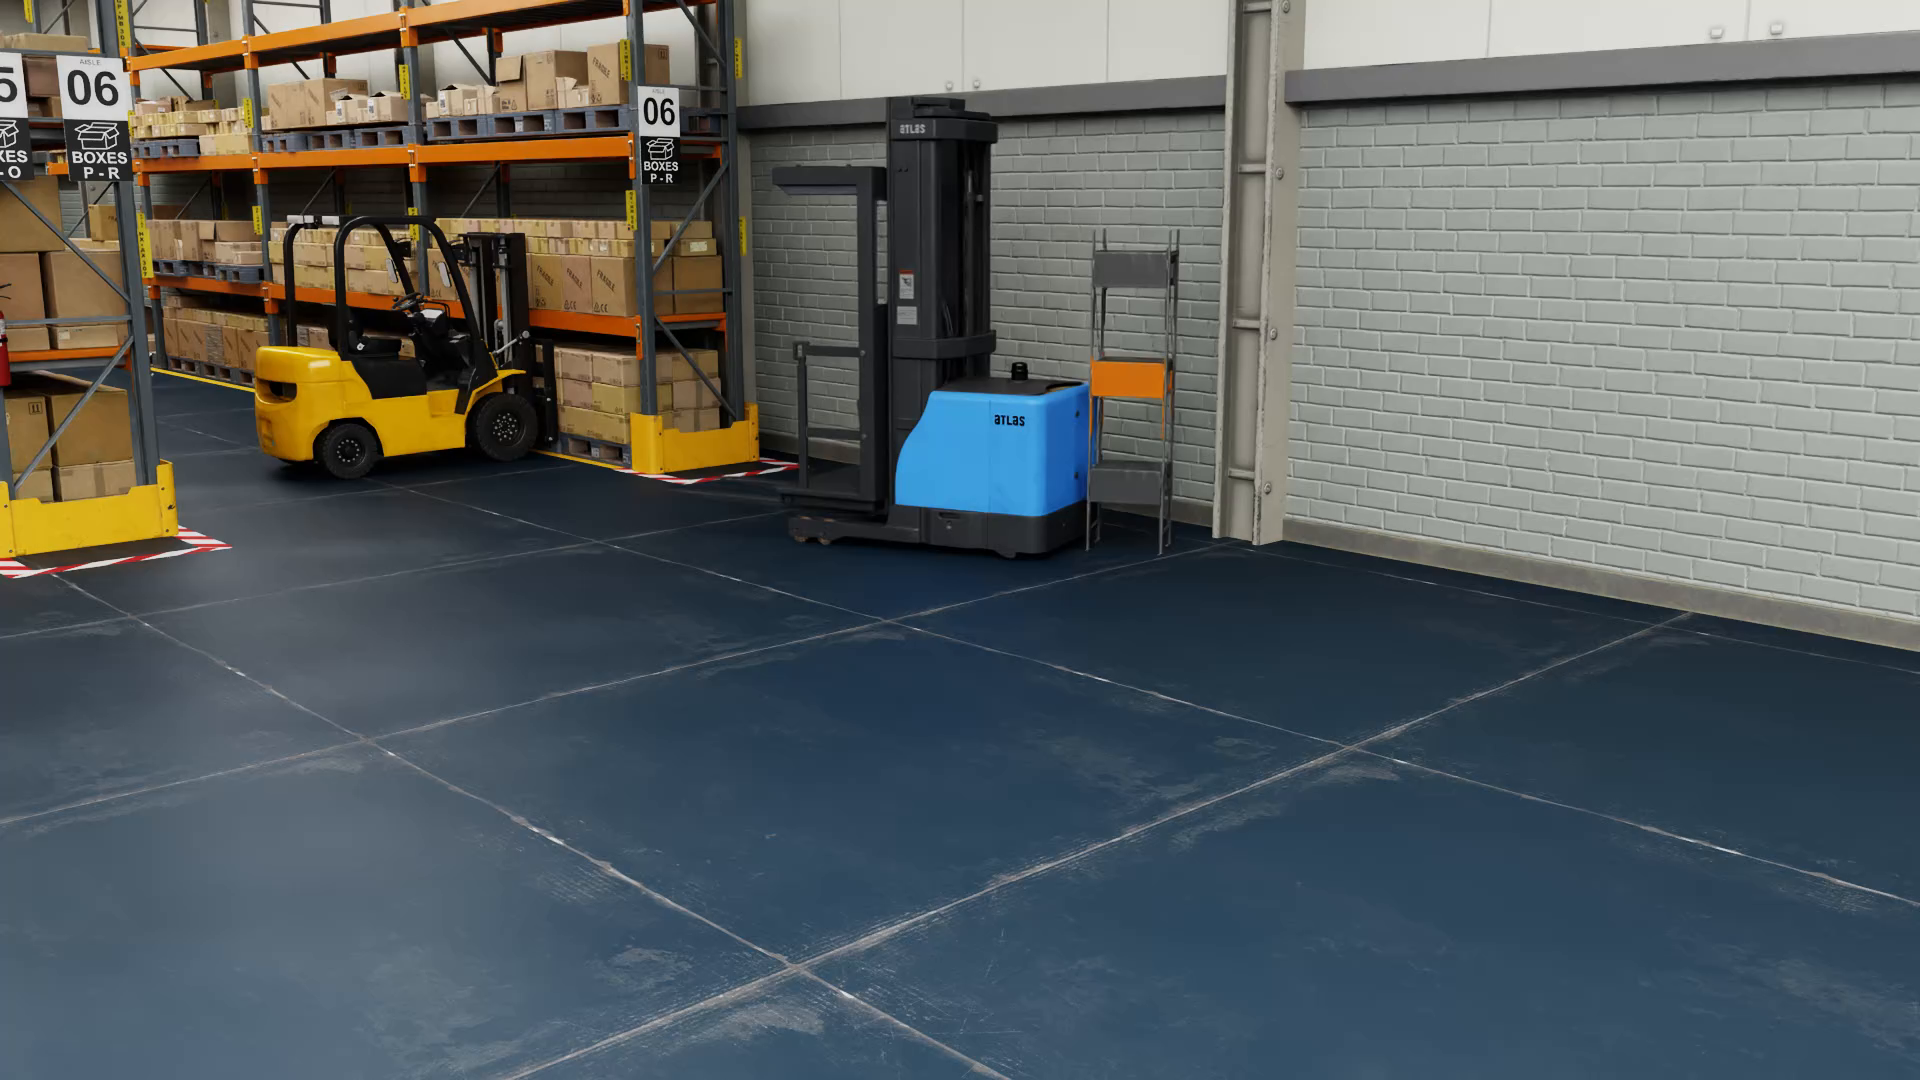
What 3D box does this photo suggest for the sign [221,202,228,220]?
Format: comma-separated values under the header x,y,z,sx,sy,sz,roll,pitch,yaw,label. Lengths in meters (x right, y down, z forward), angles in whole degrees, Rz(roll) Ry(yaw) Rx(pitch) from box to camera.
x,y,z,sx,sy,sz,roll,pitch,yaw,label
-10.213,-4.527,23.082,0.100,0.325,0.005,-11,16,-43,sign

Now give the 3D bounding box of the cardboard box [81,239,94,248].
x,y,z,sx,sy,sz,roll,pitch,yaw,label
-12.555,-4.287,24.422,0.500,0.250,0.500,-11,16,-44,cardboard box

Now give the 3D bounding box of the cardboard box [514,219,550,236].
x,y,z,sx,sy,sz,roll,pitch,yaw,label
-3.950,-2.928,15.599,0.380,0.149,0.250,-11,16,-42,cardboard box

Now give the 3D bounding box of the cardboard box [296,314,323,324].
x,y,z,sx,sy,sz,roll,pitch,yaw,label
-8.149,-2.760,20.919,0.380,0.149,0.250,-10,15,-41,cardboard box

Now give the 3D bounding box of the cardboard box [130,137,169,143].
x,y,z,sx,sy,sz,roll,pitch,yaw,label
-11.127,-5.459,22.676,0.500,0.250,0.500,-11,16,-42,cardboard box

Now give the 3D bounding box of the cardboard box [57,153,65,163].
x,y,z,sx,sy,sz,roll,pitch,yaw,label
-13.323,-5.733,24.994,0.380,0.149,0.250,-10,16,-41,cardboard box

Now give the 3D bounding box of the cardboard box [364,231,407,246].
x,y,z,sx,sy,sz,roll,pitch,yaw,label
-6.084,-3.198,17.647,0.250,0.149,0.380,11,16,43,cardboard box

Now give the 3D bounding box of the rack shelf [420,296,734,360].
x,y,z,sx,sy,sz,roll,pitch,yaw,label
-3.707,-2.070,15.810,1.077,0.370,4.000,-11,16,-43,rack shelf

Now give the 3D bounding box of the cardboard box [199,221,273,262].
x,y,z,sx,sy,sz,roll,pitch,yaw,label
-9.111,-3.767,20.966,0.637,0.503,0.797,11,16,44,cardboard box

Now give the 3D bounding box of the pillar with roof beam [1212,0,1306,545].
x,y,z,sx,sy,sz,roll,pitch,yaw,label
-1.124,-3.821,7.656,9.100,9.000,0.400,-11,16,-43,pillar with roof beam

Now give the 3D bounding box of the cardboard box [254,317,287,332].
x,y,z,sx,sy,sz,roll,pitch,yaw,label
-8.374,-2.634,20.311,0.250,0.149,0.380,11,16,42,cardboard box

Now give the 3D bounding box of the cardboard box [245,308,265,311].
x,y,z,sx,sy,sz,roll,pitch,yaw,label
-9.225,-2.985,22.012,0.380,0.149,0.250,-11,16,-42,cardboard box

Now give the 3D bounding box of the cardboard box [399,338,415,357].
x,y,z,sx,sy,sz,roll,pitch,yaw,label
-5.456,-1.832,17.714,0.875,0.625,0.625,-10,15,-40,cardboard box

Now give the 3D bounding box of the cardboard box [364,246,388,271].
x,y,z,sx,sy,sz,roll,pitch,yaw,label
-5.972,-2.996,17.653,0.500,0.250,0.500,11,16,44,cardboard box

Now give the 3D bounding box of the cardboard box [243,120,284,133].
x,y,z,sx,sy,sz,roll,pitch,yaw,label
-8.269,-4.908,19.748,0.380,0.149,0.250,-10,16,-41,cardboard box

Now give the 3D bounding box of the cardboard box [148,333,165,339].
x,y,z,sx,sy,sz,roll,pitch,yaw,label
-11.456,-2.841,23.504,0.396,0.266,0.258,-10,15,-41,cardboard box

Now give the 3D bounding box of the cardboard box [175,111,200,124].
x,y,z,sx,sy,sz,roll,pitch,yaw,label
-9.617,-5.307,20.902,0.380,0.149,0.250,-11,16,-42,cardboard box

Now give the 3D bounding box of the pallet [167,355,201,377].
x,y,z,sx,sy,sz,roll,pitch,yaw,label
-10.023,-2.403,22.552,1.003,0.211,1.213,-11,16,-43,pallet

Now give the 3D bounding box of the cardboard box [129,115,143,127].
x,y,z,sx,sy,sz,roll,pitch,yaw,label
-10.723,-5.524,21.953,0.380,0.149,0.250,-10,15,-41,cardboard box

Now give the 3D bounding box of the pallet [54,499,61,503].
x,y,z,sx,sy,sz,roll,pitch,yaw,label
-6.501,-0.207,11.895,1.003,0.211,1.213,-11,16,-43,pallet

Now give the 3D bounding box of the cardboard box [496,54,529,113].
x,y,z,sx,sy,sz,roll,pitch,yaw,label
-3.819,-4.190,15.337,0.797,0.503,0.637,-10,15,-41,cardboard box

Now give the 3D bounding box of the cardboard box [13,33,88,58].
x,y,z,sx,sy,sz,roll,pitch,yaw,label
-6.011,-3.256,10.993,0.380,0.149,0.250,-11,16,-43,cardboard box

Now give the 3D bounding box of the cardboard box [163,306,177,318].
x,y,z,sx,sy,sz,roll,pitch,yaw,label
-10.557,-3.092,22.532,0.380,0.149,0.250,-10,15,-40,cardboard box

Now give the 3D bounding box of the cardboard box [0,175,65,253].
x,y,z,sx,sy,sz,roll,pitch,yaw,label
-6.423,-2.167,11.034,0.500,0.500,0.700,11,16,44,cardboard box

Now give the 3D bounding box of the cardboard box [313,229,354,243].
x,y,z,sx,sy,sz,roll,pitch,yaw,label
-7.077,-3.436,18.800,0.380,0.149,0.250,-11,16,-42,cardboard box

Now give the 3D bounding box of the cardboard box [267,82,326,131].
x,y,z,sx,sy,sz,roll,pitch,yaw,label
-7.526,-4.932,18.945,0.500,0.500,0.500,-11,16,-42,cardboard box

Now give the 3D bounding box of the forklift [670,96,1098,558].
x,y,z,sx,sy,sz,roll,pitch,yaw,label
-0.604,-1.501,11.433,3.031,2.935,1.130,6,13,26,forklift

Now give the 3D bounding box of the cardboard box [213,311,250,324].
x,y,z,sx,sy,sz,roll,pitch,yaw,label
-9.403,-2.875,21.478,0.380,0.149,0.250,-11,16,-42,cardboard box

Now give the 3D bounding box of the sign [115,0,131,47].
x,y,z,sx,sy,sz,roll,pitch,yaw,label
-5.520,-3.412,10.937,0.100,0.325,0.005,-11,16,-43,sign

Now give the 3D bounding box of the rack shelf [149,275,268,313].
x,y,z,sx,sy,sz,roll,pitch,yaw,label
-9.231,-3.238,21.477,1.077,0.370,4.000,-11,16,-43,rack shelf

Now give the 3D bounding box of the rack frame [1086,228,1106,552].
x,y,z,sx,sy,sz,roll,pitch,yaw,label
0.900,-0.989,10.998,0.015,2.100,0.400,3,12,15,rack frame

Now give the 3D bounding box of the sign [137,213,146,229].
x,y,z,sx,sy,sz,roll,pitch,yaw,label
-11.000,-4.229,22.361,0.100,0.325,0.005,-11,16,-43,sign

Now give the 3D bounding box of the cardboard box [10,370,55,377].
x,y,z,sx,sy,sz,roll,pitch,yaw,label
-7.367,-1.051,12.996,0.500,0.500,0.500,-10,15,-40,cardboard box

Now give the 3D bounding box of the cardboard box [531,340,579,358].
x,y,z,sx,sy,sz,roll,pitch,yaw,label
-3.926,-1.724,15.643,0.500,0.250,0.500,-11,16,-44,cardboard box

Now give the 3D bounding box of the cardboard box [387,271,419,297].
x,y,z,sx,sy,sz,roll,pitch,yaw,label
-5.625,-2.678,17.349,0.500,0.250,0.500,-10,16,-41,cardboard box

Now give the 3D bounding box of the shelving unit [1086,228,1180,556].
x,y,z,sx,sy,sz,roll,pitch,yaw,label
1.135,-0.975,10.933,0.503,2.100,0.431,3,12,15,shelving unit

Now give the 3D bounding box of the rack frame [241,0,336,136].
x,y,z,sx,sy,sz,roll,pitch,yaw,label
-7.850,-6.237,19.382,1.000,3.000,0.127,-11,16,-43,rack frame

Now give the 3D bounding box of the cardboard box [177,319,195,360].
x,y,z,sx,sy,sz,roll,pitch,yaw,label
-10.066,-2.685,22.166,0.500,0.500,0.500,-11,16,-43,cardboard box

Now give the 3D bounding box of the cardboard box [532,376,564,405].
x,y,z,sx,sy,sz,roll,pitch,yaw,label
-3.598,-1.409,15.353,0.500,0.250,0.500,-11,16,-44,cardboard box

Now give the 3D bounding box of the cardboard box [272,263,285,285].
x,y,z,sx,sy,sz,roll,pitch,yaw,label
-7.720,-3.126,19.523,0.500,0.250,0.500,-11,16,-42,cardboard box

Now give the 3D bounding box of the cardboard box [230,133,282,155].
x,y,z,sx,sy,sz,roll,pitch,yaw,label
-8.380,-4.735,19.900,0.500,0.250,0.500,11,16,43,cardboard box

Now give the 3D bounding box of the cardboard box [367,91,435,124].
x,y,z,sx,sy,sz,roll,pitch,yaw,label
-5.764,-4.466,17.156,0.500,0.311,0.500,11,16,43,cardboard box

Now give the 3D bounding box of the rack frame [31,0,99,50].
x,y,z,sx,sy,sz,roll,pitch,yaw,label
-13.375,-7.404,25.049,1.000,3.000,0.127,-11,16,-43,rack frame

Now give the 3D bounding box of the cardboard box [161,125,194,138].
x,y,z,sx,sy,sz,roll,pitch,yaw,label
-9.987,-5.235,21.289,0.380,0.149,0.250,-11,16,-43,cardboard box

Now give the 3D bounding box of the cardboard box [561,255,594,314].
x,y,z,sx,sy,sz,roll,pitch,yaw,label
-3.207,-2.292,14.856,0.500,0.500,0.500,-10,15,-41,cardboard box

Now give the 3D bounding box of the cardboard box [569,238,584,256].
x,y,z,sx,sy,sz,roll,pitch,yaw,label
-3.263,-2.626,14.871,0.380,0.149,0.250,-11,16,-43,cardboard box

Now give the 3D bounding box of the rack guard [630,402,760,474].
x,y,z,sx,sy,sz,roll,pitch,yaw,label
-2.309,-0.903,14.556,1.175,0.500,0.348,-11,16,-43,rack guard

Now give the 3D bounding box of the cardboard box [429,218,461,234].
x,y,z,sx,sy,sz,roll,pitch,yaw,label
-5.082,-3.139,16.622,0.380,0.149,0.250,-10,16,-41,cardboard box

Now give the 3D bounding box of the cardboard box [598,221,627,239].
x,y,z,sx,sy,sz,roll,pitch,yaw,label
-2.918,-2.698,14.480,0.380,0.149,0.250,-11,16,-42,cardboard box

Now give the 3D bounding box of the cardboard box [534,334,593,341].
x,y,z,sx,sy,sz,roll,pitch,yaw,label
-3.908,-1.871,16.355,0.500,0.250,0.500,-11,16,-42,cardboard box

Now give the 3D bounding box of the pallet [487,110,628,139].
x,y,z,sx,sy,sz,roll,pitch,yaw,label
-3.642,-3.842,15.410,1.003,0.211,1.213,-11,16,-43,pallet
